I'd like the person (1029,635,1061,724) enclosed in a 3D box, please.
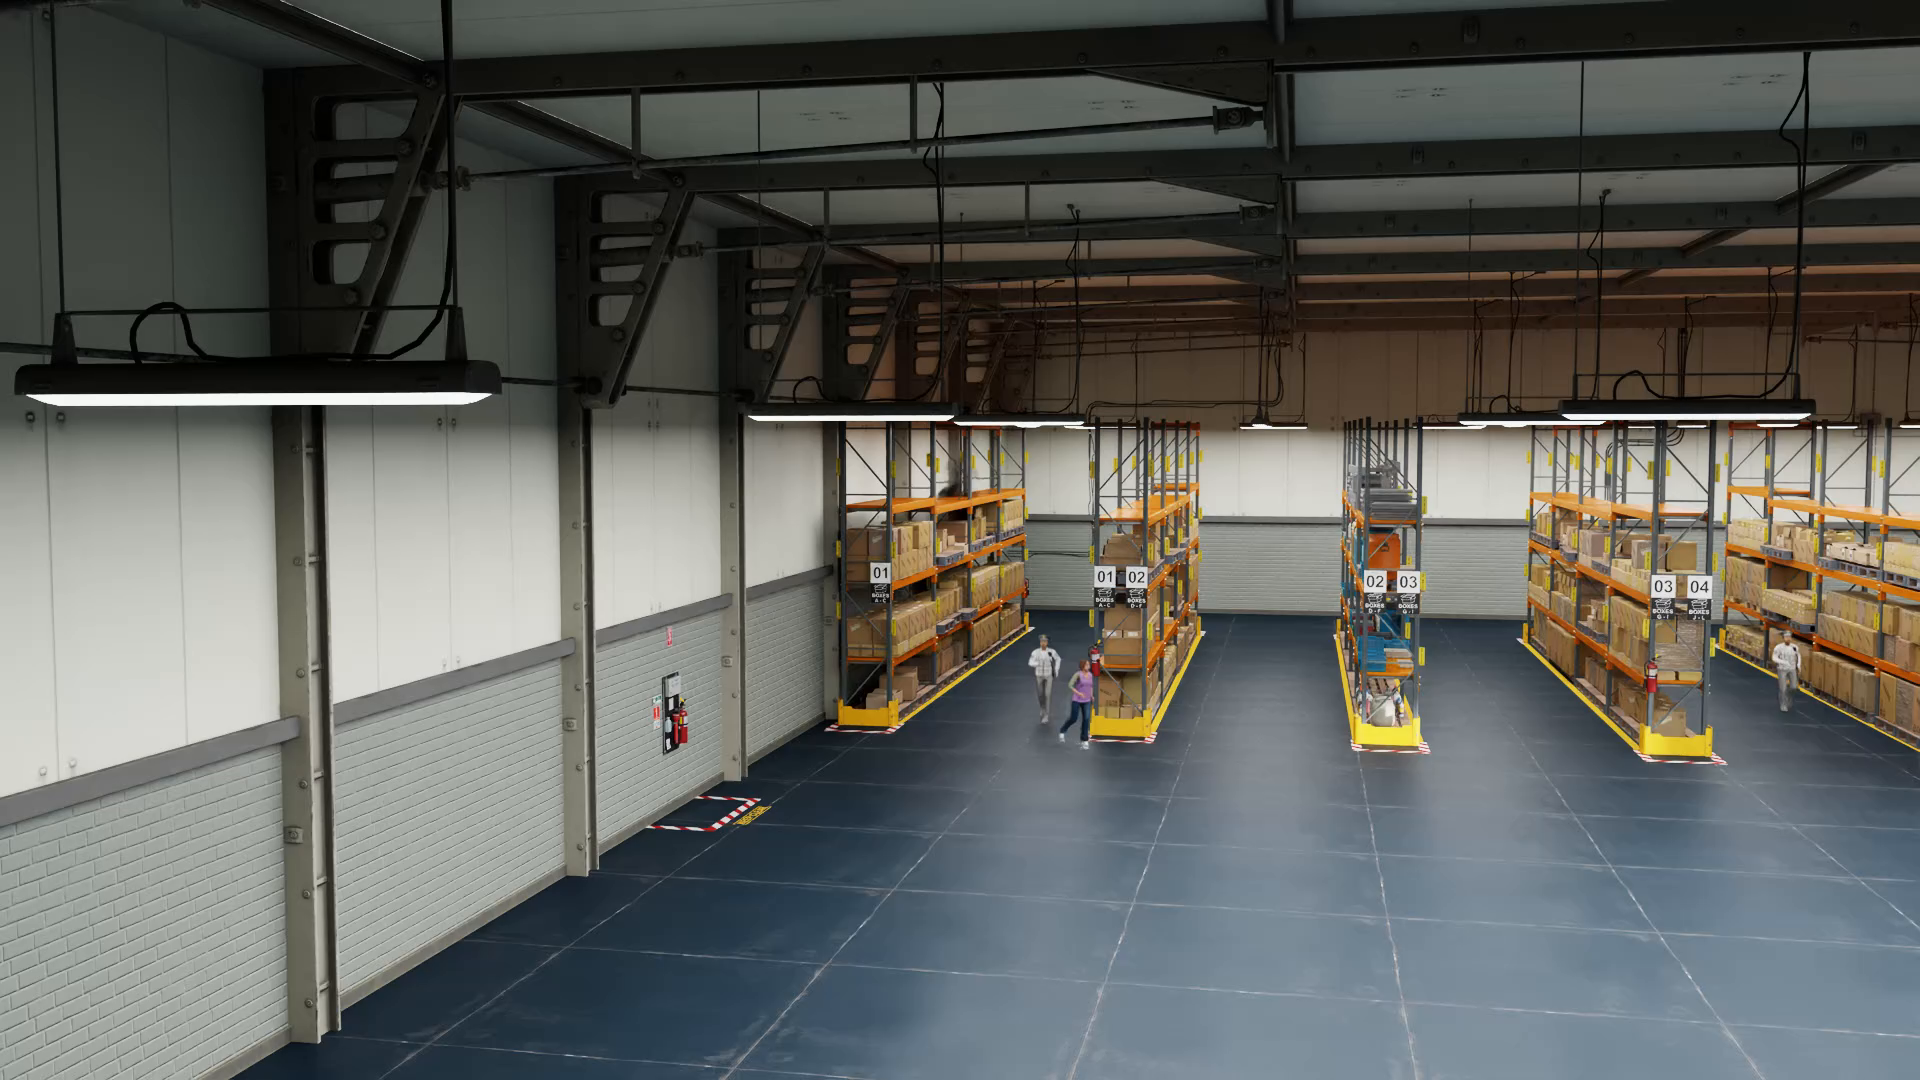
[{"bbox_3d":[1.670,2.719,32.953,0.598,1.715,0.884,1,4,11],"label":"person"}]

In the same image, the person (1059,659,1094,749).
[{"bbox_3d":[2.229,2.956,30.311,0.610,1.573,0.869,-2,4,-28],"label":"person"}]

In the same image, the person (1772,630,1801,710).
[{"bbox_3d":[16.980,2.676,34.095,0.597,1.660,0.569,1,4,12],"label":"person"}]
